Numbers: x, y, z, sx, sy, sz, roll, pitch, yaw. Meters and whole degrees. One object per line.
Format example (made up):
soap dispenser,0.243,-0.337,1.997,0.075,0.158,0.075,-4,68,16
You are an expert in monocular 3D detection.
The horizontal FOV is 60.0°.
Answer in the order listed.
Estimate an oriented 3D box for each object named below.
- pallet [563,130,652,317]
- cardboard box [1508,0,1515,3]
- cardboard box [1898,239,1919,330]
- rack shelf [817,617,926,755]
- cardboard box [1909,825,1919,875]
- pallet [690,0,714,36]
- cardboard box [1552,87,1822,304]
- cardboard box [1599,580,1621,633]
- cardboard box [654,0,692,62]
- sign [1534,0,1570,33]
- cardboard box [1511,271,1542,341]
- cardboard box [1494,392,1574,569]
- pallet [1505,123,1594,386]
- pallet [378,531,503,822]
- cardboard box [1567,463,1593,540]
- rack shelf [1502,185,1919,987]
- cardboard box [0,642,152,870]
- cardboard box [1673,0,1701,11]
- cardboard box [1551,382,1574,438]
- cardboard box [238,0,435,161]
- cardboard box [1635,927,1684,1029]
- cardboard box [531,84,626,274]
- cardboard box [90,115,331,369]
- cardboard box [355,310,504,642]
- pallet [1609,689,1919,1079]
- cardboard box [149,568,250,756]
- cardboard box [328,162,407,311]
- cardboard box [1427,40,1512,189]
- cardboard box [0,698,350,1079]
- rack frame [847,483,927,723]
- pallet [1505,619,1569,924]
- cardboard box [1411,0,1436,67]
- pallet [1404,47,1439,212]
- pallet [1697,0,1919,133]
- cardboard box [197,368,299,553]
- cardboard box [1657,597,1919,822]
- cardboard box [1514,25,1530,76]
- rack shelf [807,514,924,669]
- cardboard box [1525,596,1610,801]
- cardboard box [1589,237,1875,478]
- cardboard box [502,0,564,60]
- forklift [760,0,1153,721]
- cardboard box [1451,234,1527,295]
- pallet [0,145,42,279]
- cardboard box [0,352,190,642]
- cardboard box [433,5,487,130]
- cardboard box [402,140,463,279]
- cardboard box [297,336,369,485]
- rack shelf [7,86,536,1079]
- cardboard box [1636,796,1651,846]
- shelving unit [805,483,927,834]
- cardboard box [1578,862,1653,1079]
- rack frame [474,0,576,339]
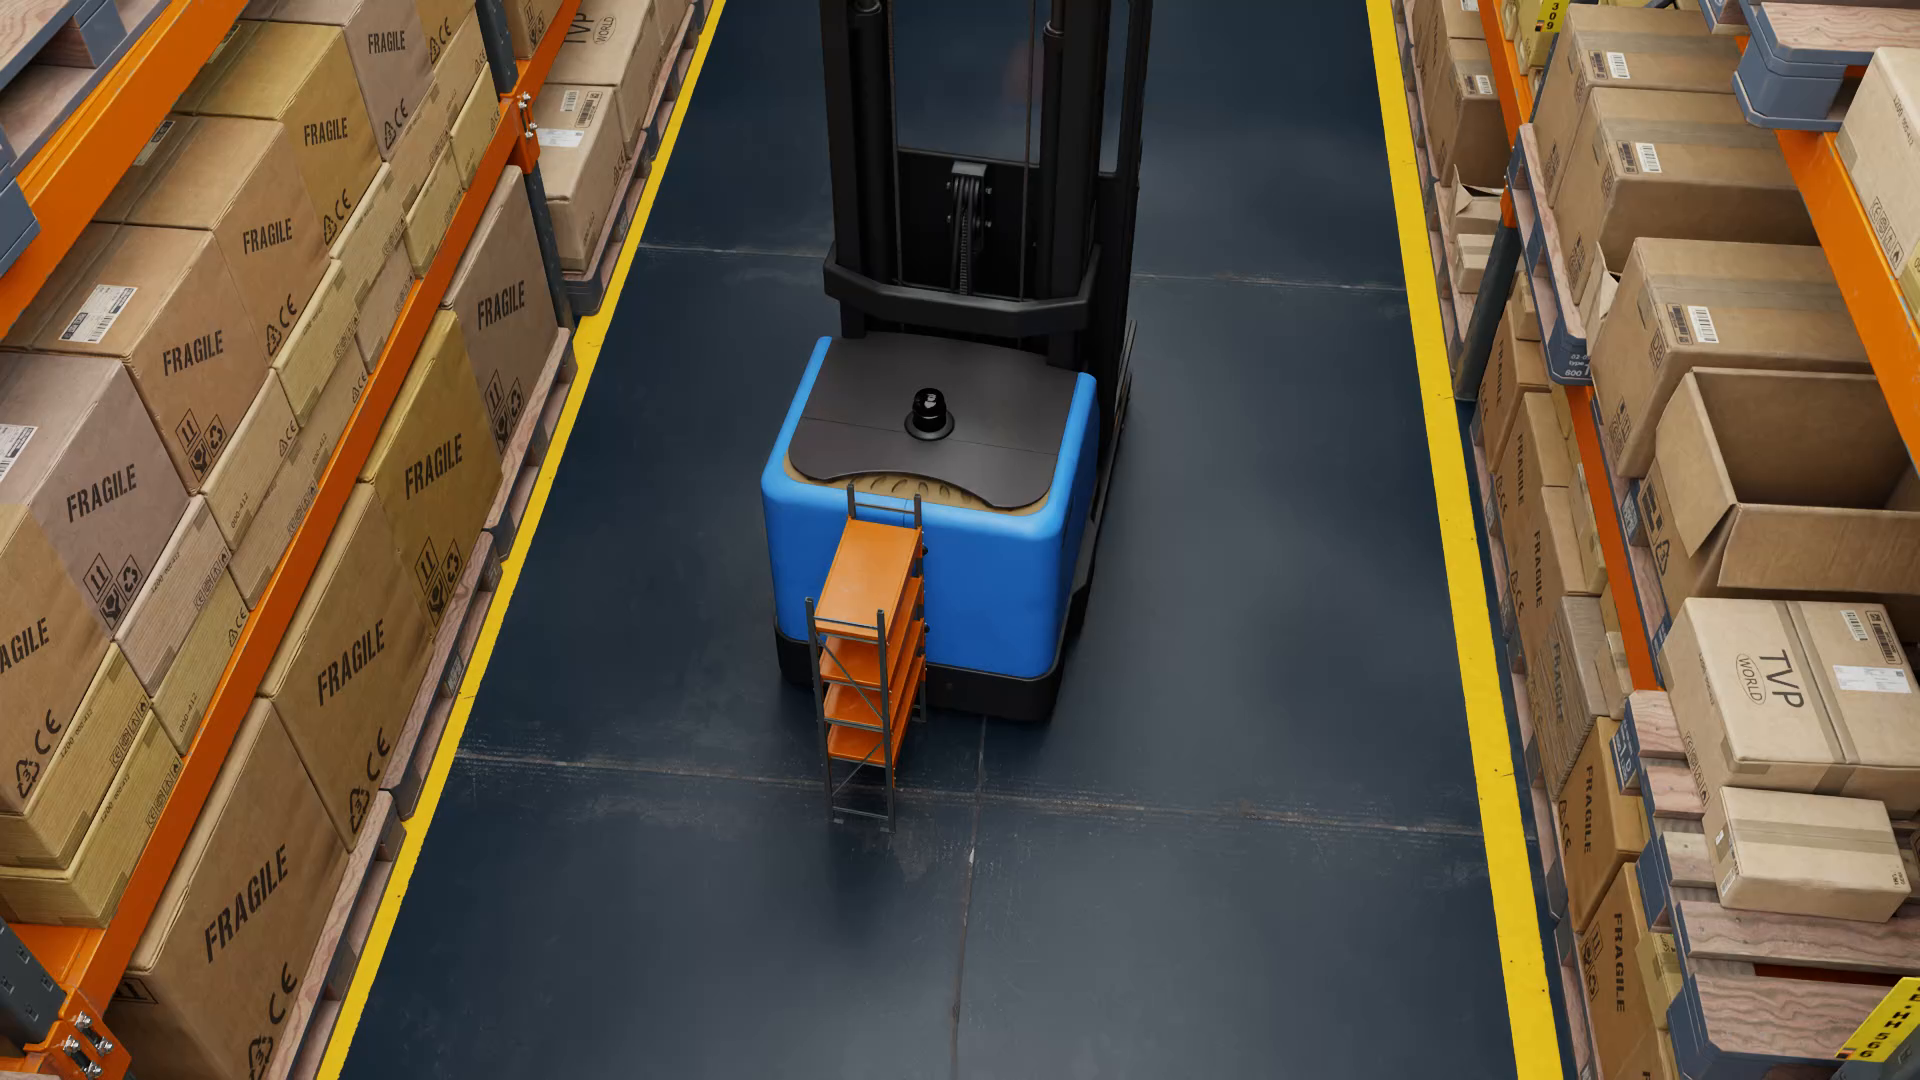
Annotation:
pallet,-2.119,-1.577,8.049,1.003,0.211,1.213,4,48,4
cardboard box,2.512,-2.443,6.852,0.500,0.250,0.500,4,48,4
cardboard box,2.163,-0.419,3.169,0.500,0.250,0.500,4,48,4
rack shelf,-0.293,0.468,5.600,0.258,0.148,0.480,9,48,8
cardboard box,2.515,0.763,3.667,0.500,0.500,0.500,6,48,5
pallet,-1.896,-3.370,9.689,1.003,0.211,1.213,4,48,4
cardboard box,2.363,-1.088,5.360,0.700,0.500,0.500,4,48,4
cardboard box,2.327,0.259,5.450,0.380,0.149,0.250,4,48,4
cardboard box,-1.937,-3.016,8.927,0.875,0.438,0.875,5,48,5
sign,2.136,-1.956,5.920,0.100,0.325,0.005,4,48,4
cardboard box,2.380,-0.905,6.514,0.380,0.149,0.250,6,48,5
cardboard box,2.370,-0.199,6.309,0.500,0.500,0.500,3,48,3
pallet,2.496,-0.989,5.752,1.003,0.211,1.213,4,48,4
pallet,-2.370,0.448,6.197,1.003,0.211,1.213,4,48,4
cardboard box,2.348,-0.123,5.800,0.380,0.149,0.250,4,48,3
rack shelf,2.495,0.079,5.132,1.077,0.370,4.000,4,48,4
cardboard box,-2.338,0.501,4.022,0.500,0.250,0.500,4,48,3
cardboard box,2.991,-2.029,6.473,0.500,0.250,0.500,3,48,3
cardboard box,2.419,-0.506,6.150,0.380,0.149,0.250,2,48,2
cardboard box,-2.097,-1.610,5.444,0.500,0.500,0.500,5,48,4
cardboard box,2.100,1.206,4.584,0.380,0.149,0.250,2,48,2
cardboard box,-2.102,-1.696,7.720,0.875,0.438,0.875,3,48,3
cardboard box,-2.195,-0.857,4.756,0.500,0.500,0.500,5,48,4
cardboard box,-2.317,-0.264,6.114,0.875,0.875,0.875,5,48,5
pallet,2.305,0.868,4.053,1.213,0.211,1.003,4,48,4
cardboard box,-2.306,0.304,4.540,0.500,0.250,0.500,3,48,2
cardboard box,-2.144,-0.993,5.389,0.500,0.250,0.500,5,48,4
cardboard box,2.680,-2.039,7.992,0.700,0.500,0.500,2,48,2
cardboard box,-2.485,1.048,4.914,0.875,0.875,0.875,3,48,3
rack frame,-0.242,0.247,5.711,0.240,1.200,0.015,9,48,8
pallet,2.532,0.807,5.869,1.003,0.211,1.213,4,48,4
cardboard box,2.775,-2.802,8.689,0.700,0.500,0.500,6,48,5
pallet,2.849,-2.096,8.524,1.003,0.211,1.213,4,48,4
pallet,2.457,-1.345,4.042,1.213,0.211,1.003,4,48,4
cardboard box,-2.233,-0.244,4.703,0.500,0.250,0.500,4,48,3
cardboard box,2.087,0.418,4.152,0.500,0.250,0.500,2,48,2
cardboard box,2.457,-1.993,6.710,0.380,0.149,0.250,5,48,5
rack shelf,-0.293,0.158,5.260,0.258,0.148,0.480,9,48,8
cardboard box,2.267,0.548,5.625,0.500,0.500,0.500,2,48,2
cardboard box,2.292,-0.511,4.832,0.700,0.500,0.500,4,48,3
cardboard box,-1.963,-2.325,6.776,0.500,0.500,0.500,5,48,5
forklift,0.131,-1.440,6.081,1.130,2.935,3.031,9,48,8
cardboard box,2.436,-1.242,7.501,0.380,0.149,0.250,3,48,2
pallet,-2.625,-0.450,3.224,1.213,0.211,1.003,6,48,5
cardboard box,-2.307,-0.107,4.070,0.500,0.500,0.500,4,48,4
cardboard box,-2.064,-1.742,6.073,0.500,0.250,0.500,4,48,3
cardboard box,-2.103,-1.193,5.910,0.500,0.250,0.500,3,48,3
cardboard box,-2.211,-0.444,5.225,0.500,0.250,0.500,4,48,4
rack shelf,-2.448,-0.252,5.435,1.077,0.370,4.000,4,48,4
cardboard box,2.237,0.825,4.933,0.380,0.149,0.250,5,48,5
shelving unit,-0.293,0.423,5.550,0.258,1.200,0.503,9,48,8
cardboard box,2.193,1.316,4.923,0.500,0.500,0.500,3,48,3
rack frame,-2.266,-1.964,6.514,1.000,3.000,0.127,4,48,4
